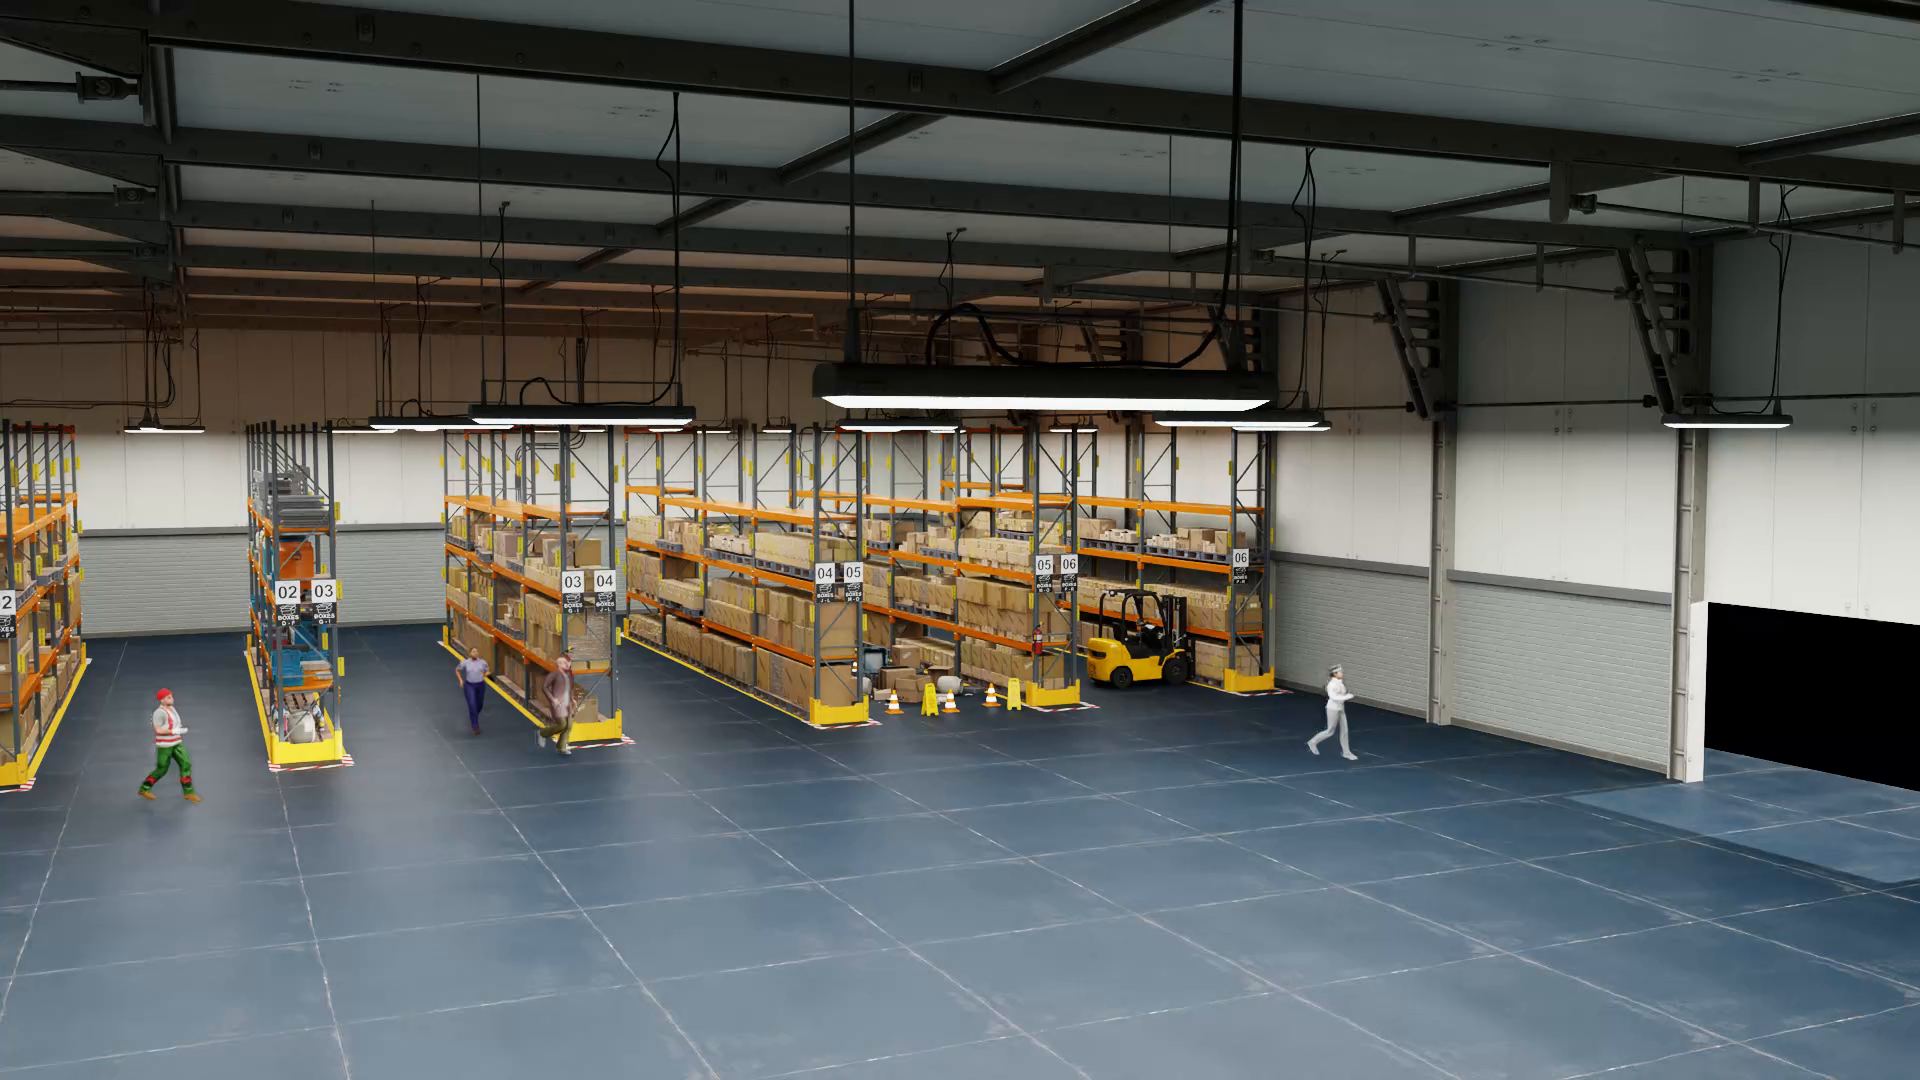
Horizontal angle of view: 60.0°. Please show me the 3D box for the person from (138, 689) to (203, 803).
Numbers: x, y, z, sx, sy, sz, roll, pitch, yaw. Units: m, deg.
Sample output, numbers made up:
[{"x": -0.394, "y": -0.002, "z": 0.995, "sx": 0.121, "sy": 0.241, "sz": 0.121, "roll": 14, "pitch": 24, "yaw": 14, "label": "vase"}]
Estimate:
[{"x": -12.315, "y": 3.206, "z": 25.884, "sx": 0.953, "sy": 1.806, "sz": 0.664, "roll": 0, "pitch": 4, "yaw": 5, "label": "person"}]

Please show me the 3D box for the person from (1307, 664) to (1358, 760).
[{"x": 6.629, "y": 3.014, "z": 29.429, "sx": 0.899, "sy": 1.687, "sz": 0.457, "roll": 2, "pitch": 4, "yaw": 29, "label": "person"}]

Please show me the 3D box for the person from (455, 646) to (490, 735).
[{"x": -9.379, "y": 2.873, "z": 32.123, "sx": 0.603, "sy": 1.643, "sz": 0.940, "roll": -3, "pitch": 4, "yaw": -37, "label": "person"}]

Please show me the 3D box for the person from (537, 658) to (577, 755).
[{"x": -7.216, "y": 2.985, "z": 30.105, "sx": 0.759, "sy": 1.703, "sz": 0.761, "roll": 2, "pitch": 4, "yaw": 25, "label": "person"}]
